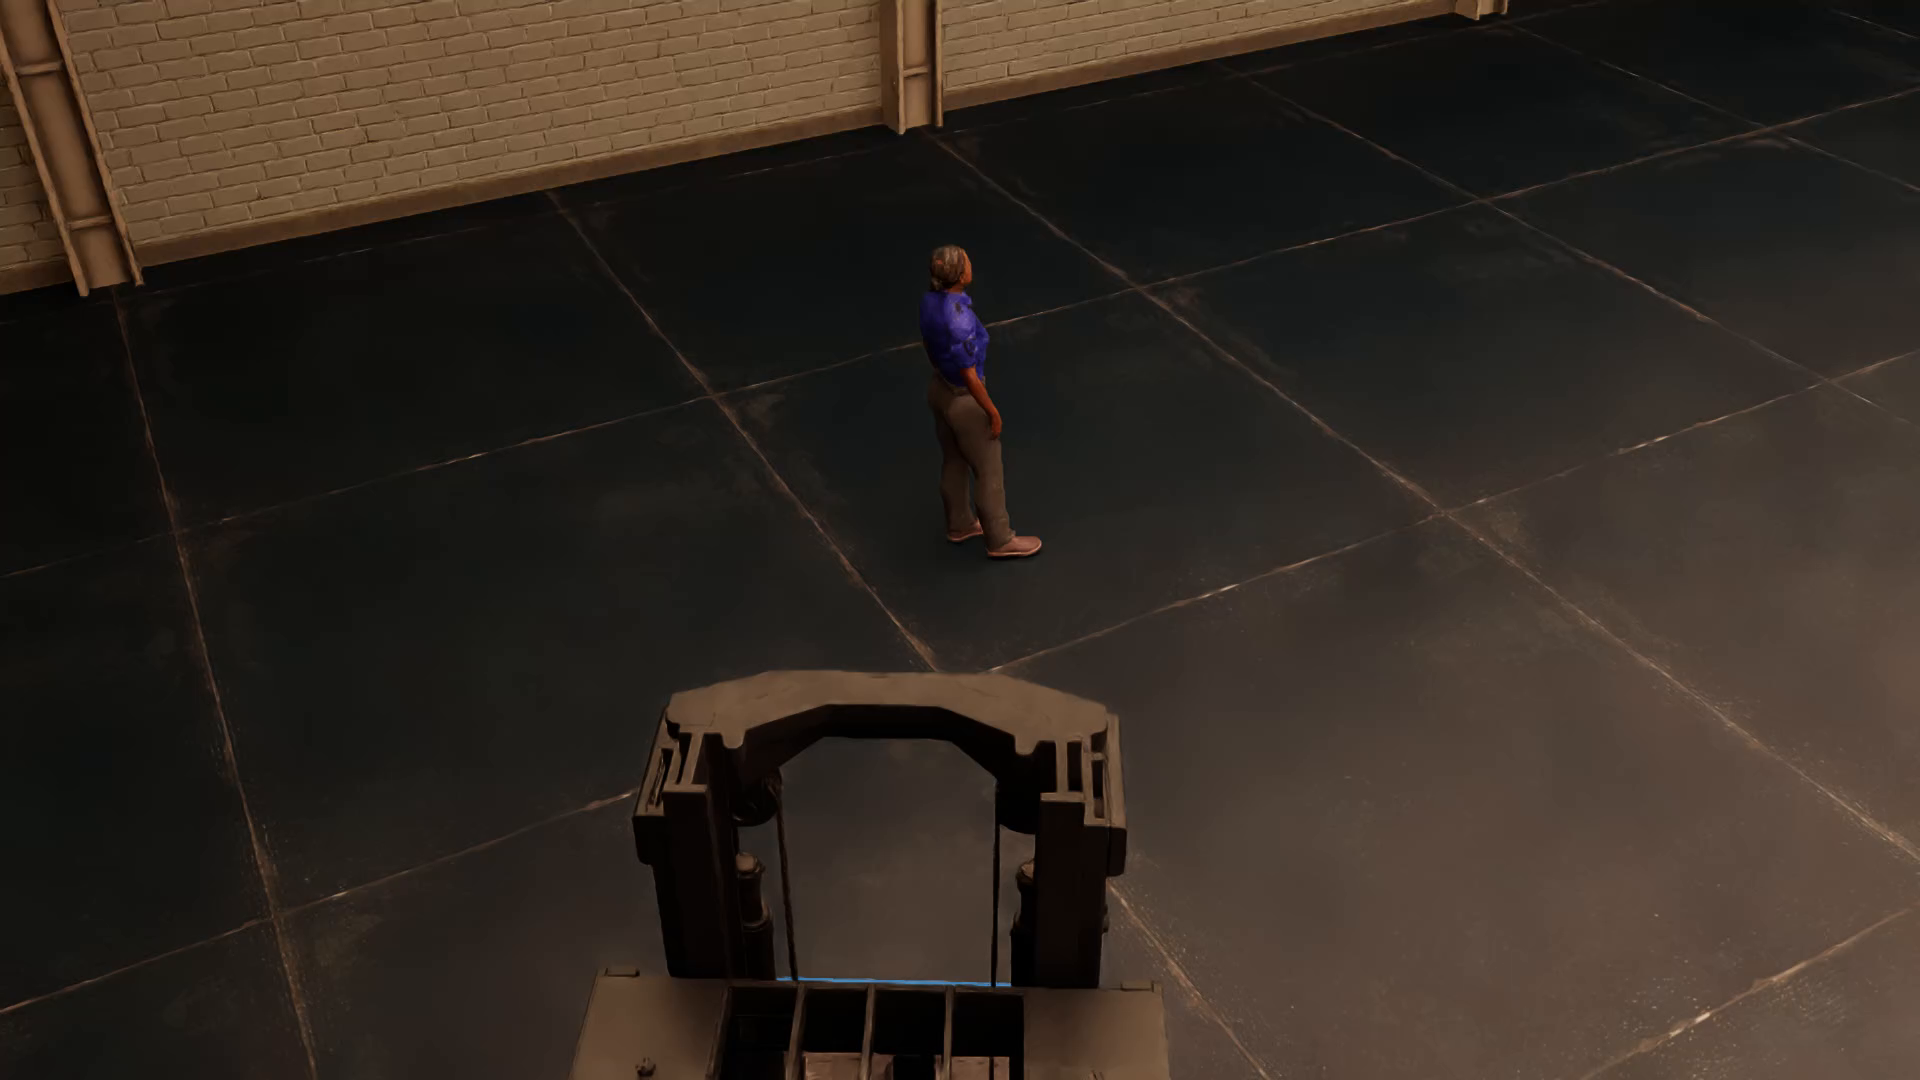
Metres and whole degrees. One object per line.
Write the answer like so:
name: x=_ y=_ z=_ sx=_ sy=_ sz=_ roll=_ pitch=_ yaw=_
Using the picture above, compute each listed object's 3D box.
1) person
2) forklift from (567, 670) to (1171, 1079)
person: x=0.087 y=-0.695 z=8.200 sx=0.503 sy=1.654 sz=0.570 roll=-17 pitch=39 yaw=-23
forklift: x=-0.166 y=1.842 z=3.517 sx=1.130 sy=2.935 sz=3.031 roll=1 pitch=35 yaw=2
